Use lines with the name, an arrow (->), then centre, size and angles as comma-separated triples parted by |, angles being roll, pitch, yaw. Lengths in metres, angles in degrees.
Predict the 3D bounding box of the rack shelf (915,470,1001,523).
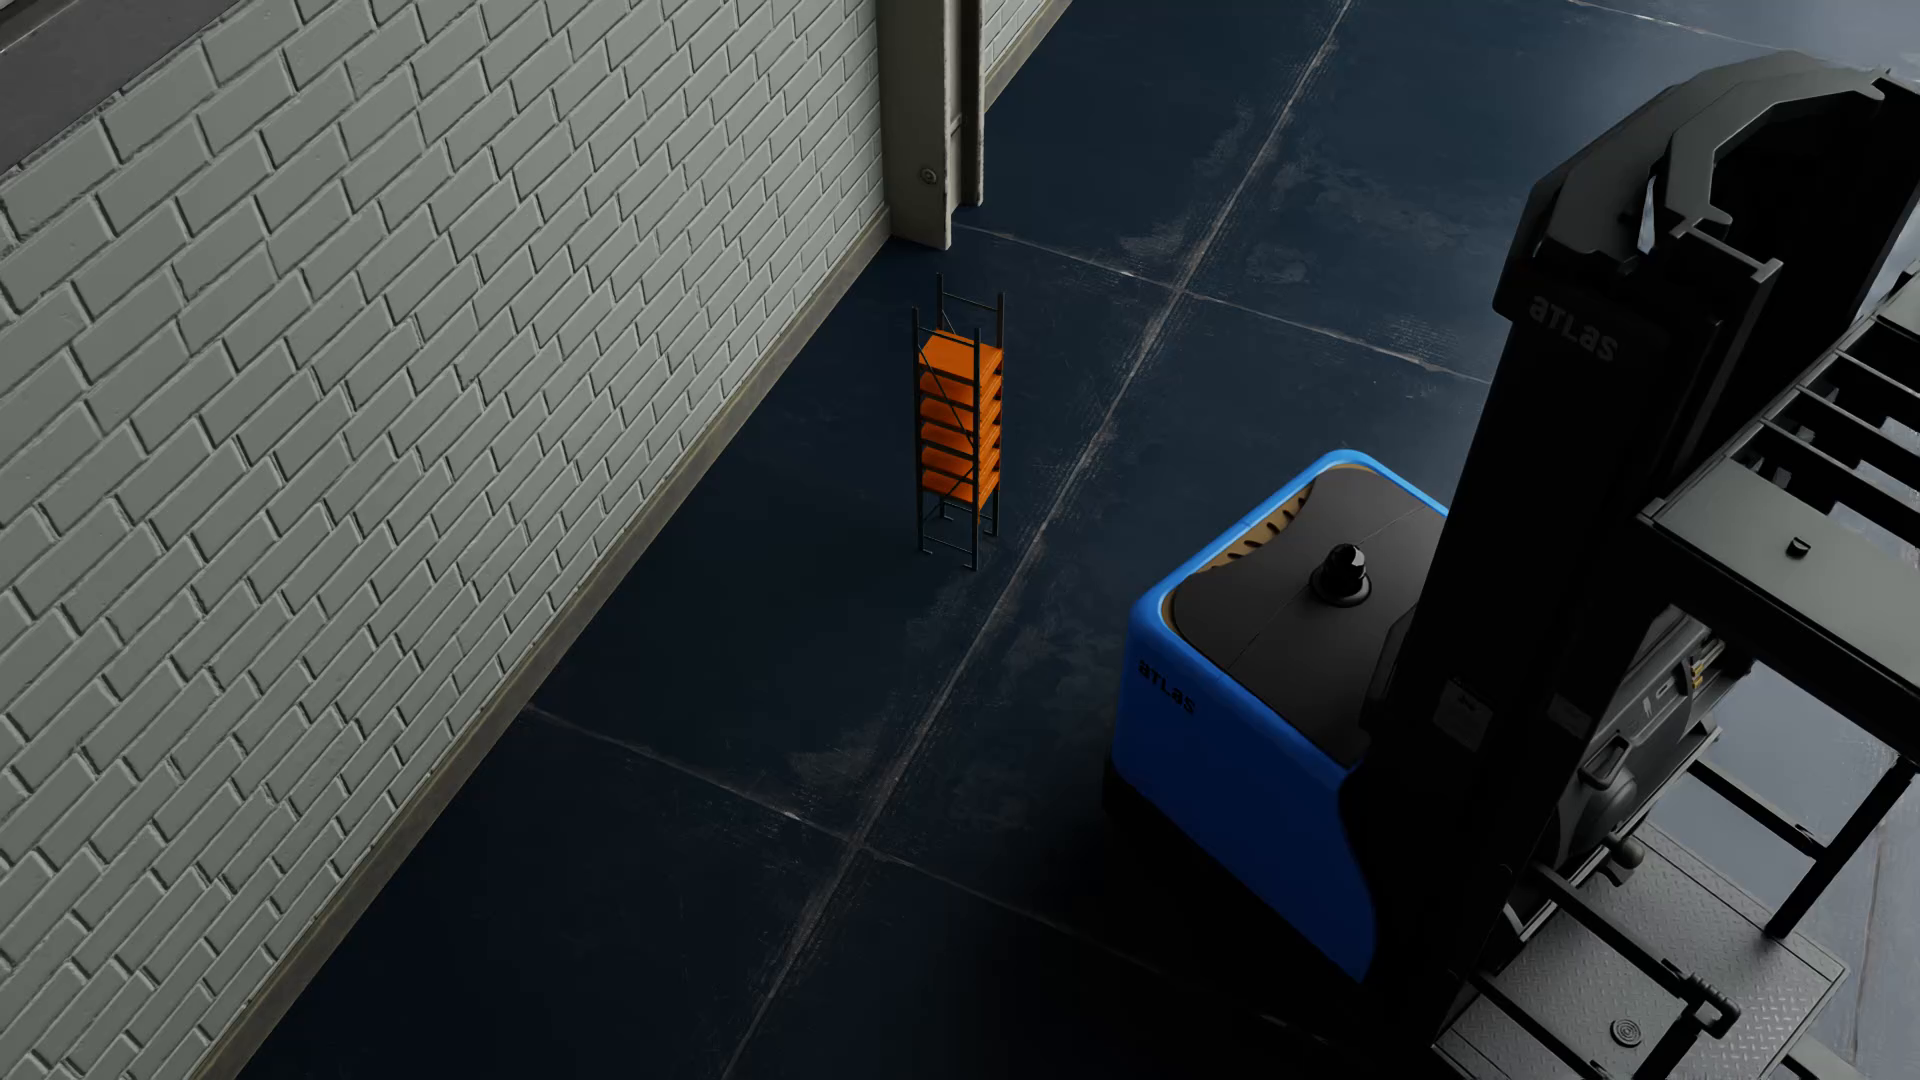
rack shelf -> -0.006, -0.195, 6.001 | 0.258, 0.103, 0.180 | 20, 52, 16

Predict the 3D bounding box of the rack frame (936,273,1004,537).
rack frame -> 0.033, -0.442, 5.838 | 0.240, 1.200, 0.006 | 20, 52, 16

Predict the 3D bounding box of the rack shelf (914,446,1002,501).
rack shelf -> -0.006, -0.272, 5.910 | 0.258, 0.103, 0.180 | 20, 52, 16

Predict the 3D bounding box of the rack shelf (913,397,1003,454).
rack shelf -> -0.006, -0.428, 5.727 | 0.258, 0.103, 0.180 | 20, 52, 16

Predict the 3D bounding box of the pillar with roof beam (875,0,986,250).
pillar with roof beam -> 3.776, -2.978, 2.875 | 9.100, 9.000, 0.400 | 20, 52, 16

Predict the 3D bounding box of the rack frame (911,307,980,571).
rack frame -> -0.045, -0.316, 5.731 | 0.240, 1.200, 0.006 | 20, 52, 16

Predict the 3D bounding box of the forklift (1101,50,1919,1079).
forklift -> 1.829, 0.516, 3.886 | 1.130, 2.935, 3.031 | -35, 58, -26

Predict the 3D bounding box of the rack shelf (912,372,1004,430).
rack shelf -> -0.006, -0.506, 5.636 | 0.258, 0.103, 0.180 | 20, 52, 16

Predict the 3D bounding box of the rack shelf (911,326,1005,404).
rack shelf -> -0.006, -0.583, 5.544 | 0.258, 0.103, 0.180 | 20, 52, 16

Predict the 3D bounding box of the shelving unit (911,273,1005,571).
shelving unit -> -0.006, -0.379, 5.785 | 0.258, 1.200, 0.189 | 20, 52, 16

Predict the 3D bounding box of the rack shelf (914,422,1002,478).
rack shelf -> -0.006, -0.350, 5.818 | 0.258, 0.103, 0.180 | 20, 52, 16
